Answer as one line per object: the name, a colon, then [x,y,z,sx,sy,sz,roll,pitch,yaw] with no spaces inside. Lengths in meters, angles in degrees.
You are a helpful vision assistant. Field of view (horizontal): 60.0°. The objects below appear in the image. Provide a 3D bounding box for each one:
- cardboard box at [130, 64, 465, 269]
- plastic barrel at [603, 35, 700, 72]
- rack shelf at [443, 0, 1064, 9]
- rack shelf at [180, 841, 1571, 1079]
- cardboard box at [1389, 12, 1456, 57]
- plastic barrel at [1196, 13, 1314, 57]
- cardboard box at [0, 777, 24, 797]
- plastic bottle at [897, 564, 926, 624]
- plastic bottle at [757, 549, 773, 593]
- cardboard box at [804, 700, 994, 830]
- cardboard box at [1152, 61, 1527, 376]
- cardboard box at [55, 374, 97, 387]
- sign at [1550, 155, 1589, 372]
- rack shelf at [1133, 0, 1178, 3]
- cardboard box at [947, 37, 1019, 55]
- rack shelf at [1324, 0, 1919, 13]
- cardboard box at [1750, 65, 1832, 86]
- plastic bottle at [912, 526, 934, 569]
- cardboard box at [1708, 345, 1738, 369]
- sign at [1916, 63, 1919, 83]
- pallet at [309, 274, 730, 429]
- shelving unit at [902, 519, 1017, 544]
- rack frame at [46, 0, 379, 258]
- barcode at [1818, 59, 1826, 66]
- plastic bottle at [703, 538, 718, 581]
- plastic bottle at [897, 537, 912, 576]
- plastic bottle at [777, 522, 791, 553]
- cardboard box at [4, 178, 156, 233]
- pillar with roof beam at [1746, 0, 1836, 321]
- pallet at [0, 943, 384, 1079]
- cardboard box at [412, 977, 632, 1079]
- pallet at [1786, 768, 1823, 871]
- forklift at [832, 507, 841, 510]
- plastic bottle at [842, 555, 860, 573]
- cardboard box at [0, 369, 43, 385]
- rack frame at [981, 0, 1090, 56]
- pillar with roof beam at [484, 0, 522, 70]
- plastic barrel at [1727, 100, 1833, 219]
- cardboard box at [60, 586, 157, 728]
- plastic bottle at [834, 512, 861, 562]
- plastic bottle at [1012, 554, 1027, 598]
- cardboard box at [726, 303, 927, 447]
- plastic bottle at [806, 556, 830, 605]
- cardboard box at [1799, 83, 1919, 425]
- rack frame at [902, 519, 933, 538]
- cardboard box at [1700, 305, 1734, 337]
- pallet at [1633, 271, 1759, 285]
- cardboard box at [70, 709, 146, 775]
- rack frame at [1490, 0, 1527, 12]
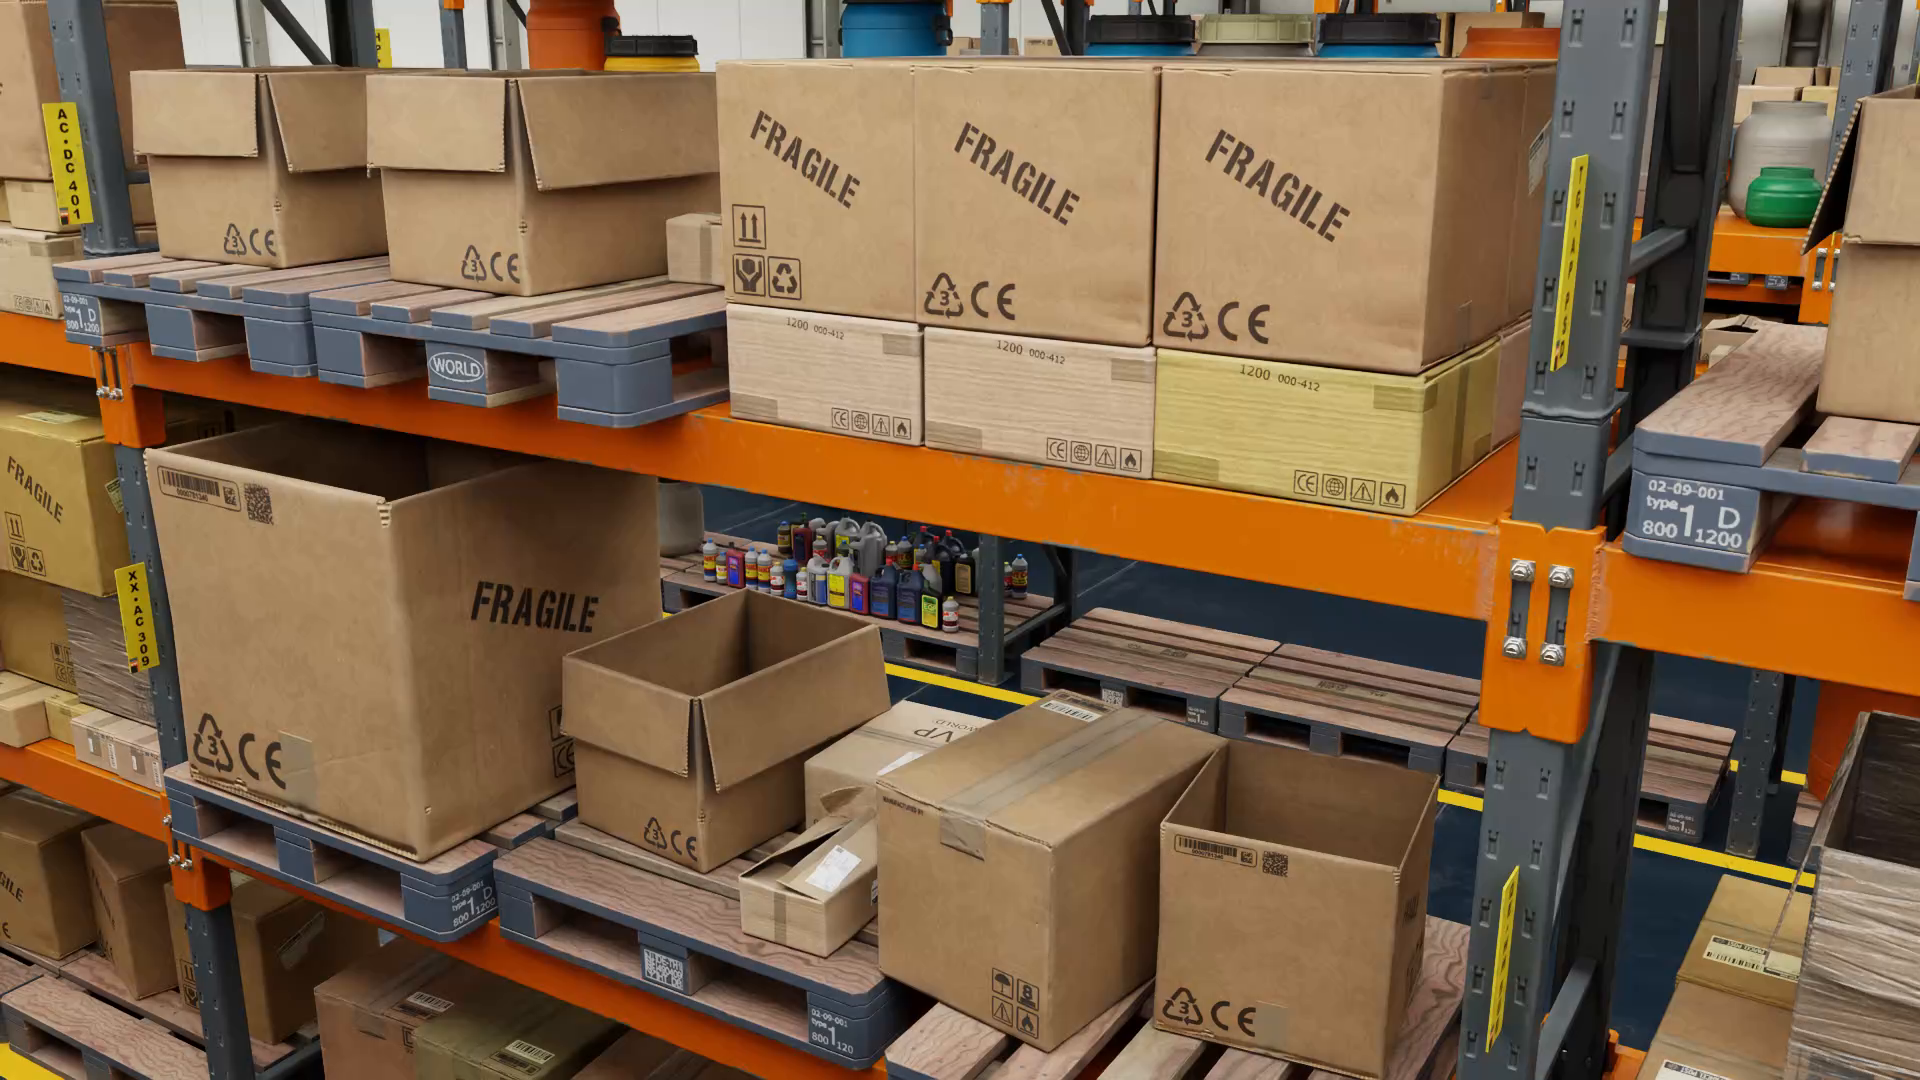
cardboard box: [-1.827,-1.079,4.710,0.637,0.503,0.797,9,19,27]
plastic barrel: [-1.954,-2.908,10.587,0.600,0.588,0.600,0,17,0]
rack shelf: [-1.288,-3.355,9.868,4.000,0.370,1.077,10,20,30]
rack shelf: [-0.471,1.160,4.641,4.000,0.370,1.077,10,20,30]
cardboard box: [3.517,-3.761,12.688,0.500,0.500,0.500,10,20,31]
plastic barrel: [1.521,-2.268,8.662,0.600,0.901,0.600,0,17,0]
cardboard box: [-4.010,1.179,6.916,0.500,0.500,0.500,12,21,35]
plastic bottle: [-0.283,0.315,9.985,0.185,0.351,0.144,10,19,29]
plastic bottle: [-1.233,0.191,10.528,0.097,0.271,0.097,0,17,0]
cardboard box: [-0.075,0.678,4.522,0.500,0.250,0.500,9,19,29]
cardboard box: [0.695,-0.613,3.047,0.500,0.500,0.500,11,20,31]
cardboard box: [-2.853,-0.365,6.016,0.500,0.500,0.500,10,20,30]
sign: [0.947,-0.429,2.582,0.005,0.325,0.100,10,20,30]
rack shelf: [3.897,-5.998,17.888,4.000,0.370,1.077,10,20,30]
cardboard box: [0.091,-4.214,14.792,0.637,0.503,0.797,12,20,34]
rack shelf: [4.716,-3.973,11.902,4.000,0.370,1.077,10,20,30]
cardboard box: [7.953,-4.275,15.922,0.637,0.503,0.797,14,22,38]
plastic bottle: [-0.215,0.087,10.734,0.185,0.351,0.144,9,19,28]
cardboard box: [5.509,-1.282,11.872,0.250,0.149,0.380,10,20,30]
sign: [6.123,-2.918,10.639,0.005,0.325,0.100,10,20,30]
pallet: [-0.820,-0.557,4.216,1.003,0.211,1.213,10,20,30]
shelving unit: [-0.006,-0.719,12.167,0.755,1.500,0.431,10,20,30]
rack frame: [-2.176,-2.359,4.666,0.127,3.000,1.000,10,20,30]
barcode: [8.339,-4.617,16.089,0.075,0.075,0.001,10,20,30]
plastic bottle: [-1.610,0.124,10.750,0.097,0.271,0.097,0,17,0]
plastic bottle: [-0.360,0.112,10.789,0.097,0.271,0.097,0,17,0]
plastic bottle: [-1.198,-0.025,11.360,0.097,0.201,0.097,0,17,0]
cardboard box: [-2.604,-1.021,4.993,0.250,0.149,0.380,11,20,32]
pillar with roof beam: [6.102,-4.777,12.625,0.400,9.000,9.100,10,20,30]
pallet: [-2.767,1.752,6.251,1.213,0.211,1.003,10,20,30]
cardboard box: [-1.267,1.673,5.258,0.500,0.500,0.700,10,20,30]
pallet: [4.518,1.337,7.618,1.213,0.211,1.003,10,20,30]
forklift: [-1.162,-2.012,13.961,1.130,2.935,3.031,-9,19,-28]
plastic bottle: [-0.690,0.239,10.349,0.133,0.283,0.061,10,20,30]
cardboard box: [-3.556,-0.310,5.836,0.500,0.500,0.500,10,20,30]
rack frame: [0.416,-3.586,8.704,0.127,3.000,1.000,10,20,30]
pillar with roof beam: [-9.237,-7.515,21.638,0.400,9.000,9.100,10,20,30]
plastic barrel: [3.721,-1.719,7.526,0.421,0.512,0.421,0,17,0]
cardboard box: [-2.527,0.237,5.756,0.500,0.500,0.875,10,20,30]
plastic bottle: [-0.736,-0.006,11.040,0.185,0.351,0.144,11,20,32]
plastic bottle: [0.374,0.222,10.426,0.097,0.271,0.097,0,17,0]
cardboard box: [-0.157,-0.405,3.650,0.500,0.250,0.500,11,20,32]
plastic bottle: [-0.858,0.247,10.338,0.135,0.276,0.152,11,20,31]
cardboard box: [1.790,-0.491,2.776,0.637,0.503,0.797,11,20,33]
rack frame: [-0.318,-0.774,12.350,0.023,1.500,0.400,10,20,30]
cardboard box: [7.475,-2.210,16.749,0.500,0.250,0.500,10,20,30]
pallet: [7.301,-2.760,16.636,1.213,0.211,1.003,10,20,30]
cardboard box: [-2.721,0.631,5.575,0.250,0.149,0.380,10,20,30]
rack frame: [5.601,-6.040,16.782,0.127,3.000,1.000,10,20,30]
